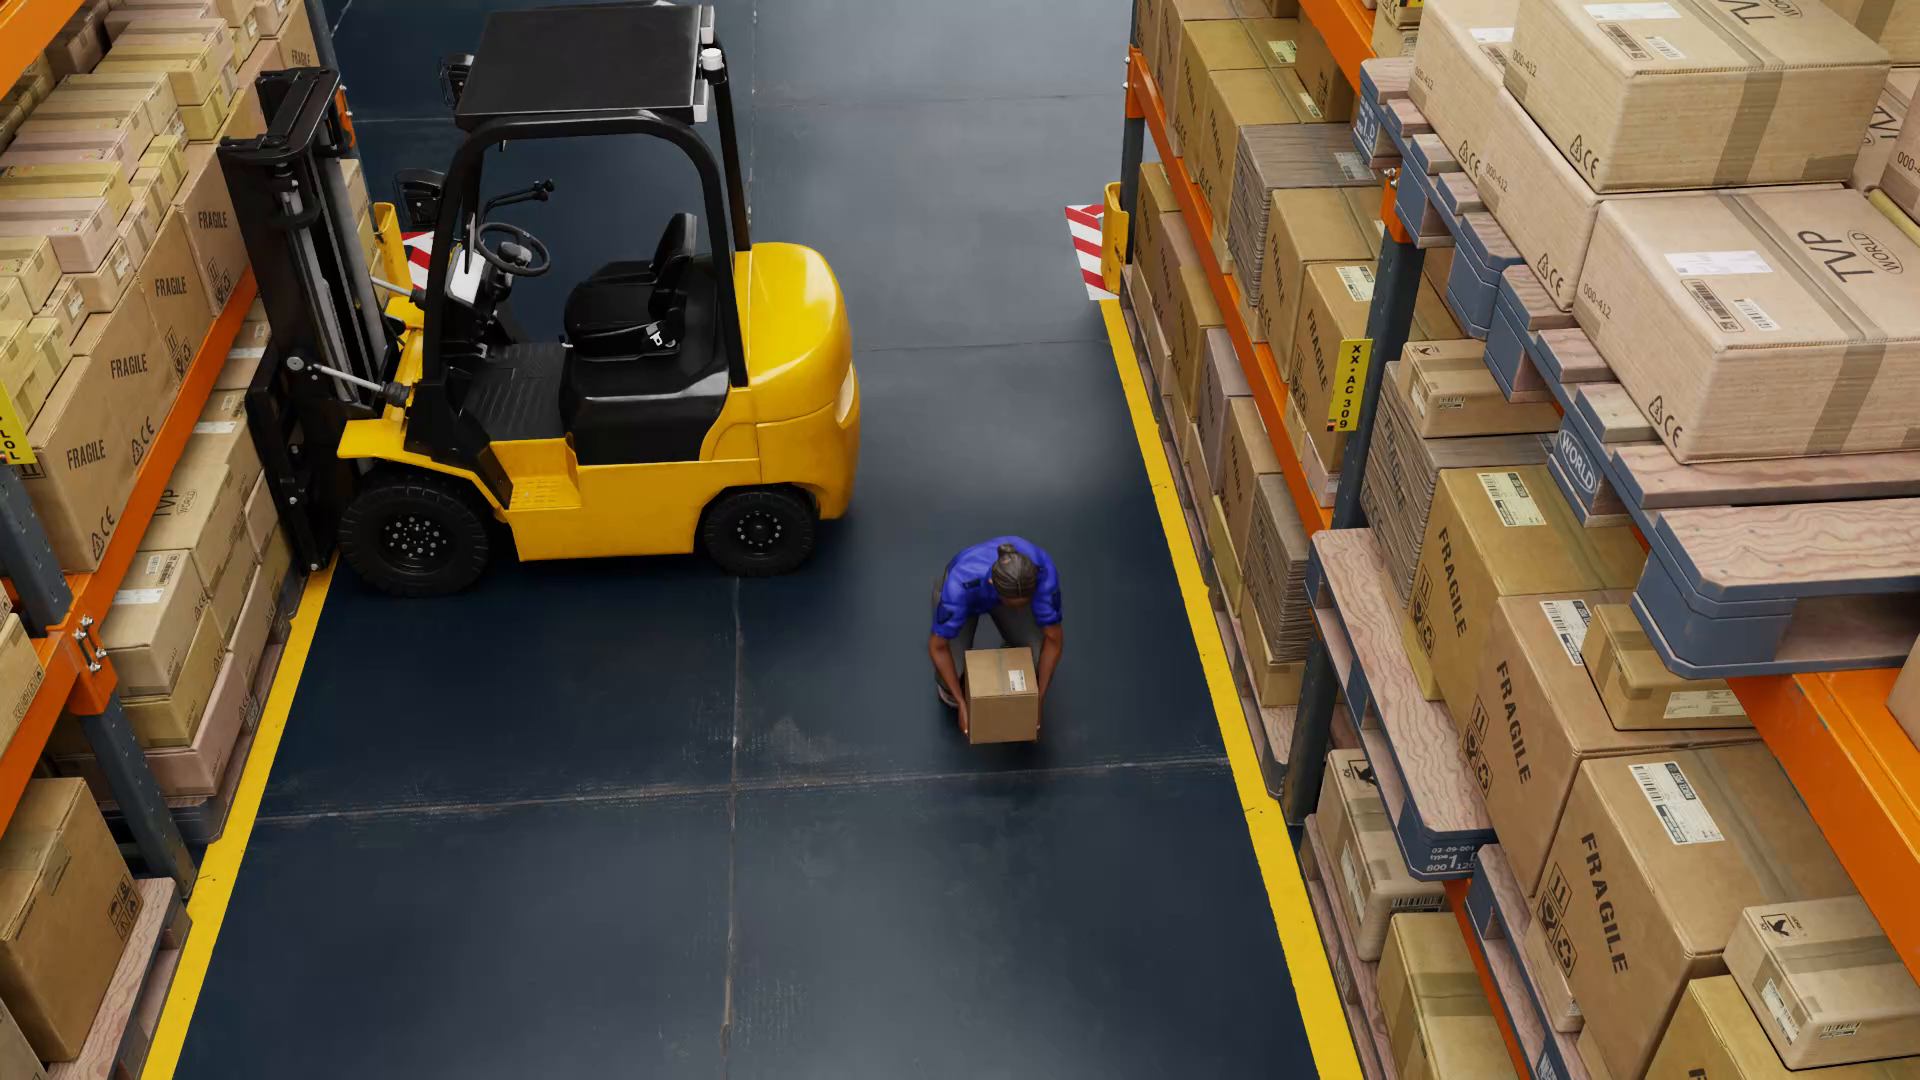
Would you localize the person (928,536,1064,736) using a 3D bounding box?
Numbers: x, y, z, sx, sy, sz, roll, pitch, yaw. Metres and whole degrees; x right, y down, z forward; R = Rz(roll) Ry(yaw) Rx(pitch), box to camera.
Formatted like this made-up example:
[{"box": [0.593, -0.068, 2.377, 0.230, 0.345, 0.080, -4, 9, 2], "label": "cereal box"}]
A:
[{"box": [0.119, 0.292, 6.373, 0.513, 0.952, 0.759, -4, 40, -5], "label": "person"}]
